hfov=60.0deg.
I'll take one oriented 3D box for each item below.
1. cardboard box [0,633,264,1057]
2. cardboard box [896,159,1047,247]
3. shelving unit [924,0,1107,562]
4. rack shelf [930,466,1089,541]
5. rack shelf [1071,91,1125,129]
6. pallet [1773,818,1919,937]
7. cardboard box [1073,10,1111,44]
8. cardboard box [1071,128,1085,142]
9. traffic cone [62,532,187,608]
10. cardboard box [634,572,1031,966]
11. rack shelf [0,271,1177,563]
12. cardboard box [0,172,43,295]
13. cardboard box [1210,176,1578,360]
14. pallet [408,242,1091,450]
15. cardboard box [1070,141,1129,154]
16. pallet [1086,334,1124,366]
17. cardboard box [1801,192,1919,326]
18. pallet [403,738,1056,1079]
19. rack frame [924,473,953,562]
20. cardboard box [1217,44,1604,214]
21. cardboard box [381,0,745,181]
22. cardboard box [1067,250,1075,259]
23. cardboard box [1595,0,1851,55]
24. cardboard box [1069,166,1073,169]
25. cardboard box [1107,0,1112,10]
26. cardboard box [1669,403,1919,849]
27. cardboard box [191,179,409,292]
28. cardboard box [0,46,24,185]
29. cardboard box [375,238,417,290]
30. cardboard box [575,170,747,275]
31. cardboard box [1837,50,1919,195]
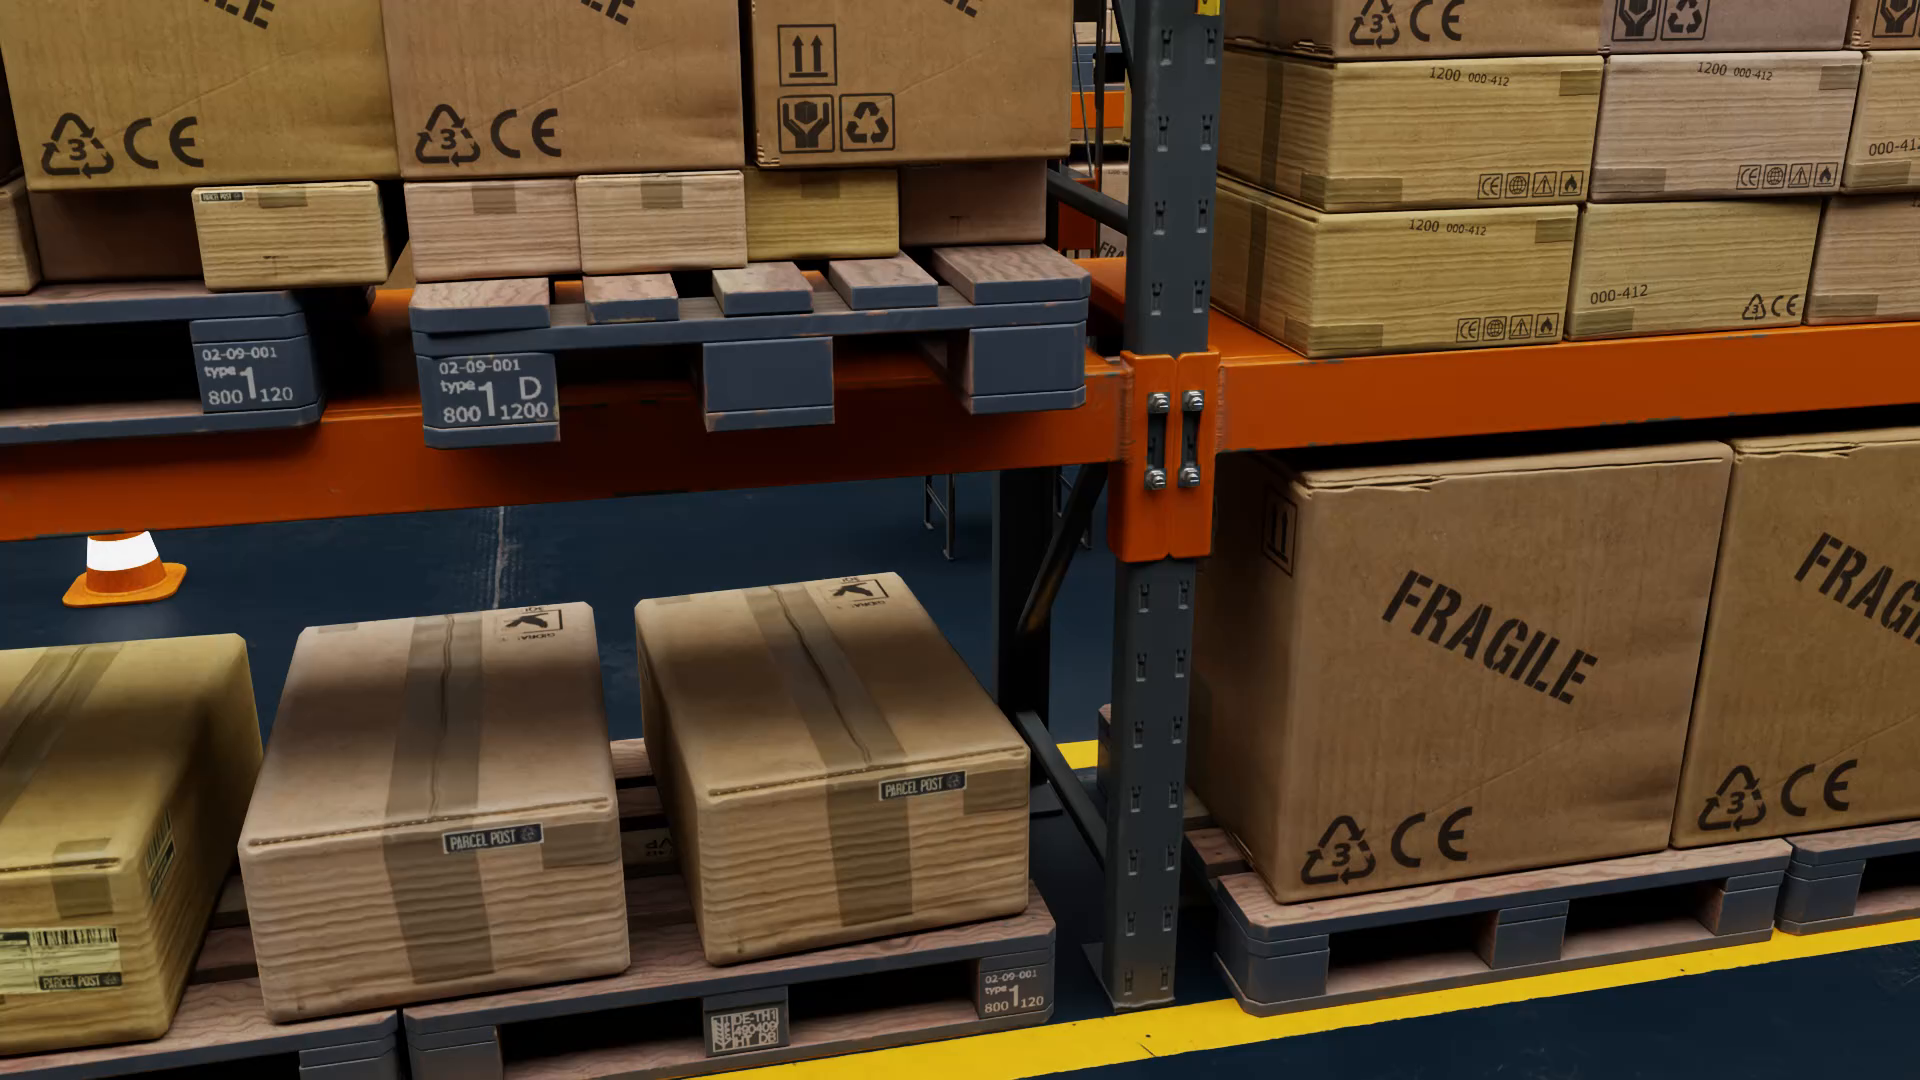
[{"bbox_3d":[-1.758,0.549,3.165,0.625,0.372,0.950,-4,20,-11],"label":"cardboard box"},{"bbox_3d":[-0.015,-0.623,2.908,0.250,0.149,0.380,-4,20,-10],"label":"cardboard box"},{"bbox_3d":[0.161,-0.999,5.489,0.503,2.100,0.431,-5,21,-12],"label":"shelving unit"},{"bbox_3d":[0.161,-0.329,5.735,0.480,0.518,0.431,-5,21,-12],"label":"rack shelf"},{"bbox_3d":[0.959,-2.118,8.281,4.000,0.370,1.077,-5,21,-12],"label":"rack shelf"},{"bbox_3d":[2.220,0.529,4.065,1.213,0.211,1.003,-5,21,-12],"label":"pallet"},{"bbox_3d":[0.539,-2.431,7.844,0.250,0.149,0.380,-4,20,-11],"label":"cardboard box"},{"bbox_3d":[0.375,-3.353,13.086,0.875,0.875,1.225,-5,21,-14],"label":"cardboard box"},{"bbox_3d":[-2.706,-0.065,5.319,0.334,0.463,0.336,-5,21,-12],"label":"traffic cone"},{"bbox_3d":[-0.302,0.430,3.490,0.625,0.372,0.950,-6,21,-16],"label":"cardboard box"},{"bbox_3d":[-1.696,-0.152,2.915,4.000,0.370,1.077,-5,21,-12],"label":"rack shelf"},{"bbox_3d":[-1.504,-0.474,2.501,0.250,0.149,0.380,-5,21,-14],"label":"cardboard box"},{"bbox_3d":[0.784,-0.532,3.125,0.500,0.250,0.500,-5,21,-13],"label":"cardboard box"},{"bbox_3d":[-0.419,-0.466,3.005,1.003,0.211,1.213,-5,21,-12],"label":"pallet"},{"bbox_3d":[0.605,-1.893,8.555,0.500,0.250,0.500,-4,21,-11],"label":"cardboard box"},{"bbox_3d":[0.959,-1.145,8.632,1.213,0.211,1.003,-5,21,-12],"label":"pallet"},{"bbox_3d":[1.792,-0.618,3.360,0.500,0.250,0.500,-4,20,-11],"label":"cardboard box"},{"bbox_3d":[-0.511,0.722,3.535,1.213,0.211,1.003,-5,21,-12],"label":"pallet"},{"bbox_3d":[-0.076,-0.980,5.436,0.015,2.100,0.400,-5,21,-12],"label":"rack frame"},{"bbox_3d":[0.800,-0.770,3.047,0.500,0.250,0.500,-5,21,-13],"label":"cardboard box"},{"bbox_3d":[-0.629,-0.858,2.609,0.500,0.500,0.500,-5,21,-13],"label":"cardboard box"},{"bbox_3d":[0.248,-1.332,8.114,0.500,0.500,0.500,-4,21,-12],"label":"cardboard box"},{"bbox_3d":[1.267,-1.164,3.033,0.500,0.500,0.500,-5,21,-12],"label":"cardboard box"},{"bbox_3d":[0.233,-1.686,7.991,0.500,0.250,0.500,-5,21,-13],"label":"cardboard box"},{"bbox_3d":[0.540,-2.571,7.794,0.250,0.149,0.380,-5,21,-12],"label":"cardboard box"},{"bbox_3d":[1.810,0.056,3.779,0.875,0.875,0.875,-4,21,-12],"label":"cardboard box"},{"bbox_3d":[-1.005,-0.499,2.570,0.250,0.149,0.380,-4,21,-12],"label":"cardboard box"},{"bbox_3d":[-1.651,-0.775,2.381,0.500,0.500,0.500,-6,21,-15],"label":"cardboard box"},{"bbox_3d":[-2.451,-1.350,7.798,0.750,0.750,1.050,-4,21,-12],"label":"cardboard box"},{"bbox_3d":[-0.494,-0.542,2.689,0.250,0.149,0.380,-5,21,-13],"label":"cardboard box"},{"bbox_3d":[1.791,-0.846,3.254,0.500,0.250,0.500,-5,21,-13],"label":"cardboard box"}]
